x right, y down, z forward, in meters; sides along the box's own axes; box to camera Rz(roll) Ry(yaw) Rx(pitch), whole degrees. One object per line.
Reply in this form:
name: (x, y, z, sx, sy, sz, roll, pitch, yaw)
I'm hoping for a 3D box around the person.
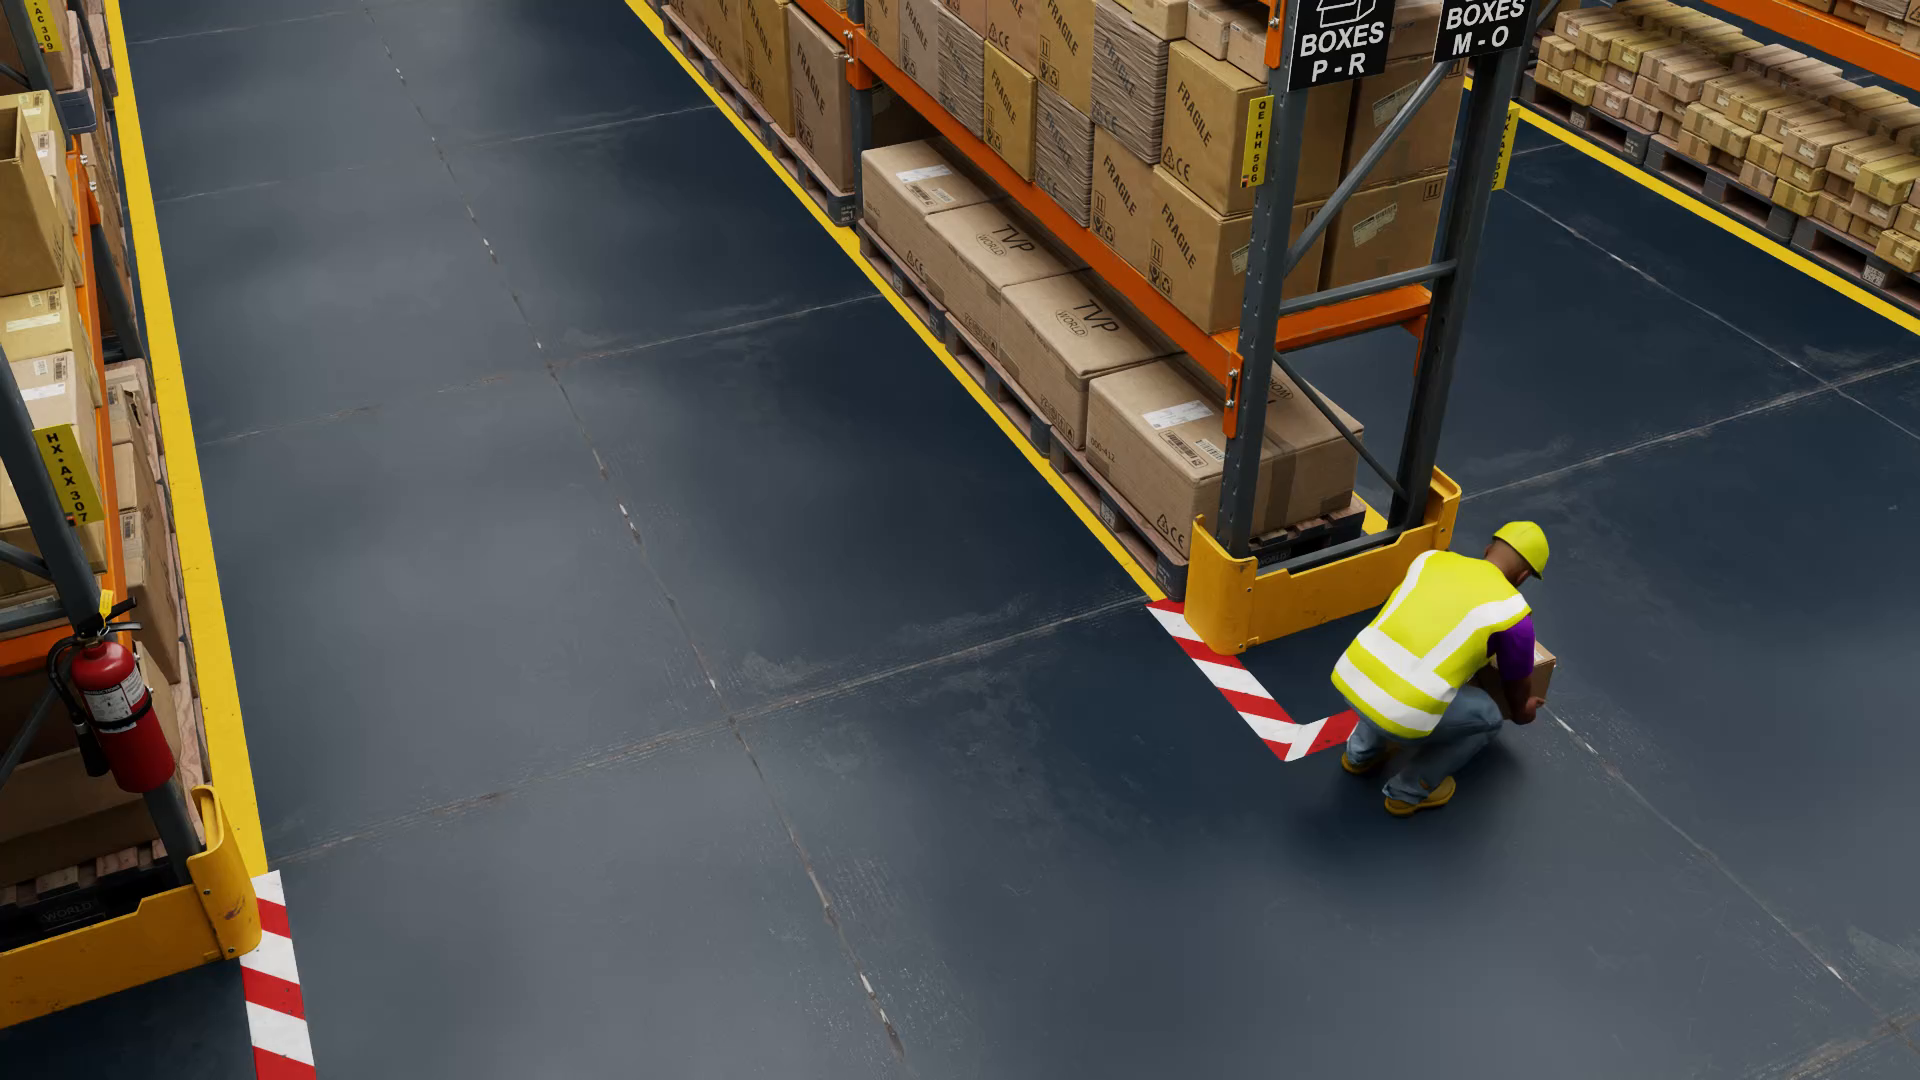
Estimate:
person: (1.797, 0.455, 6.157, 0.952, 1.010, 0.526, -21, 42, -25)
